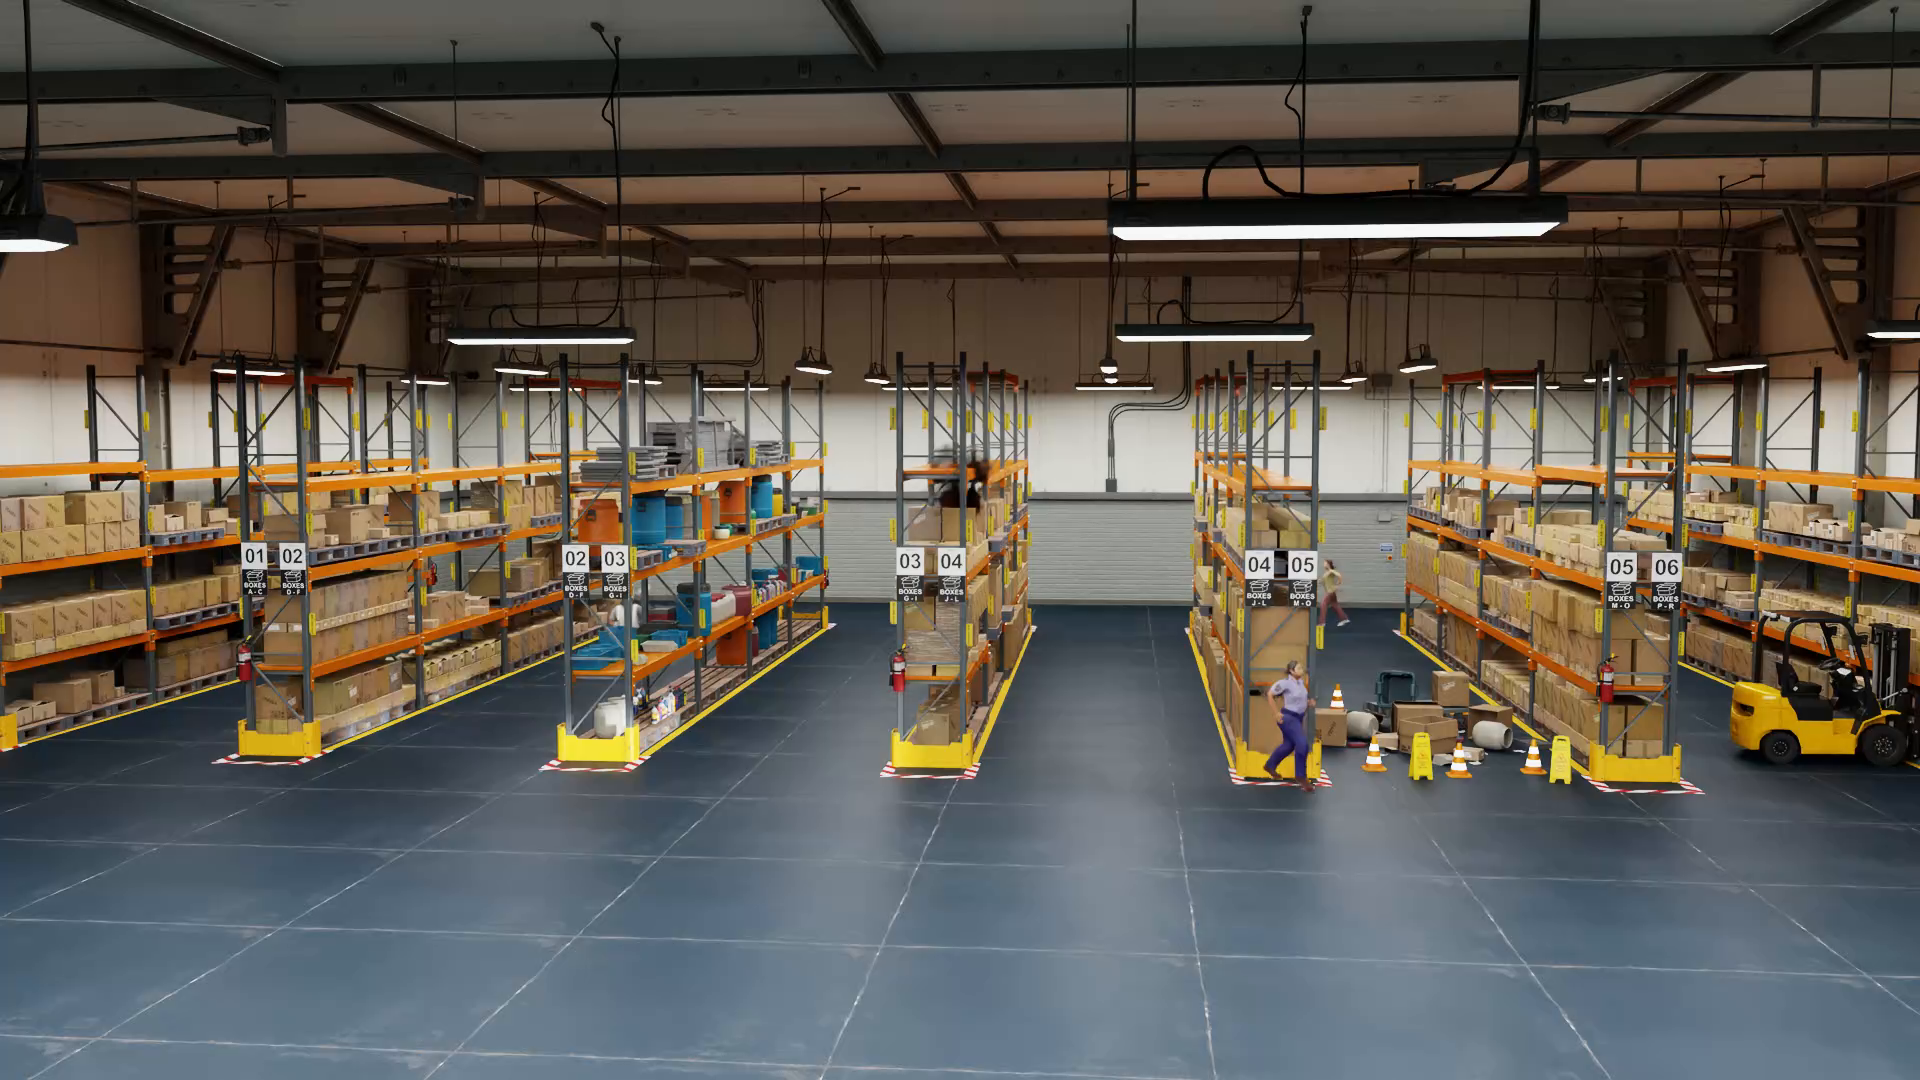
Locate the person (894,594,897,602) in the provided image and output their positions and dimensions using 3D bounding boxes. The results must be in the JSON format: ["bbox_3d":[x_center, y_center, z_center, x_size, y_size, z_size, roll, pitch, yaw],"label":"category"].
[{"bbox_3d":[-1.078,1.603,35.308,0.640,1.796,0.890,0,4,5],"label":"person"}]

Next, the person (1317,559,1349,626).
[{"bbox_3d":[8.989,1.303,40.213,0.887,1.696,0.529,0,4,5],"label":"person"}]

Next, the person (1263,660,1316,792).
[{"bbox_3d":[4.353,2.427,21.999,0.782,1.700,0.614,3,5,36],"label":"person"}]

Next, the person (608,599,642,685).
[{"bbox_3d":[-6.307,1.879,31.478,0.678,1.853,0.778,0,4,6],"label":"person"}]
